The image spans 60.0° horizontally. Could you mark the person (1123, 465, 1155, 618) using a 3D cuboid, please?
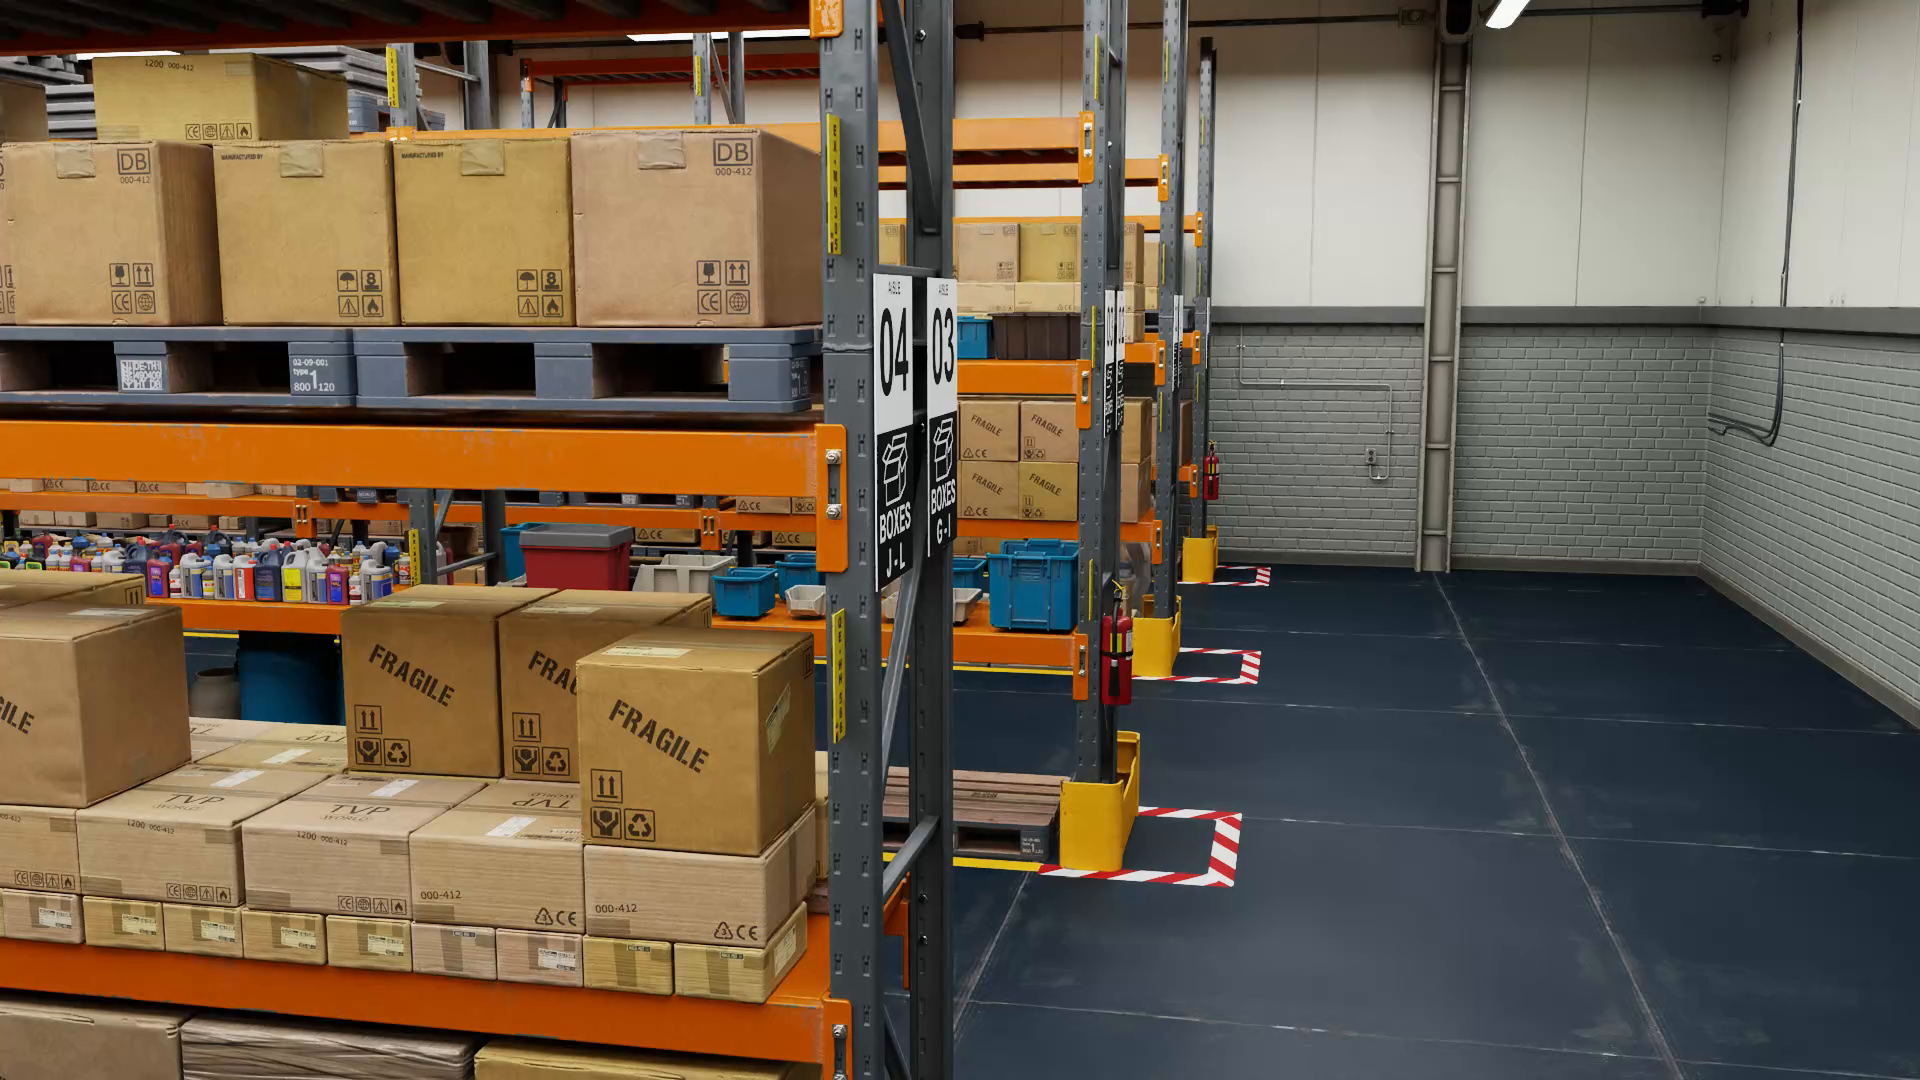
[{"bbox_3d":[1.668,0.001,16.074,0.528,1.670,0.485,1,8,7],"label":"person"}]
